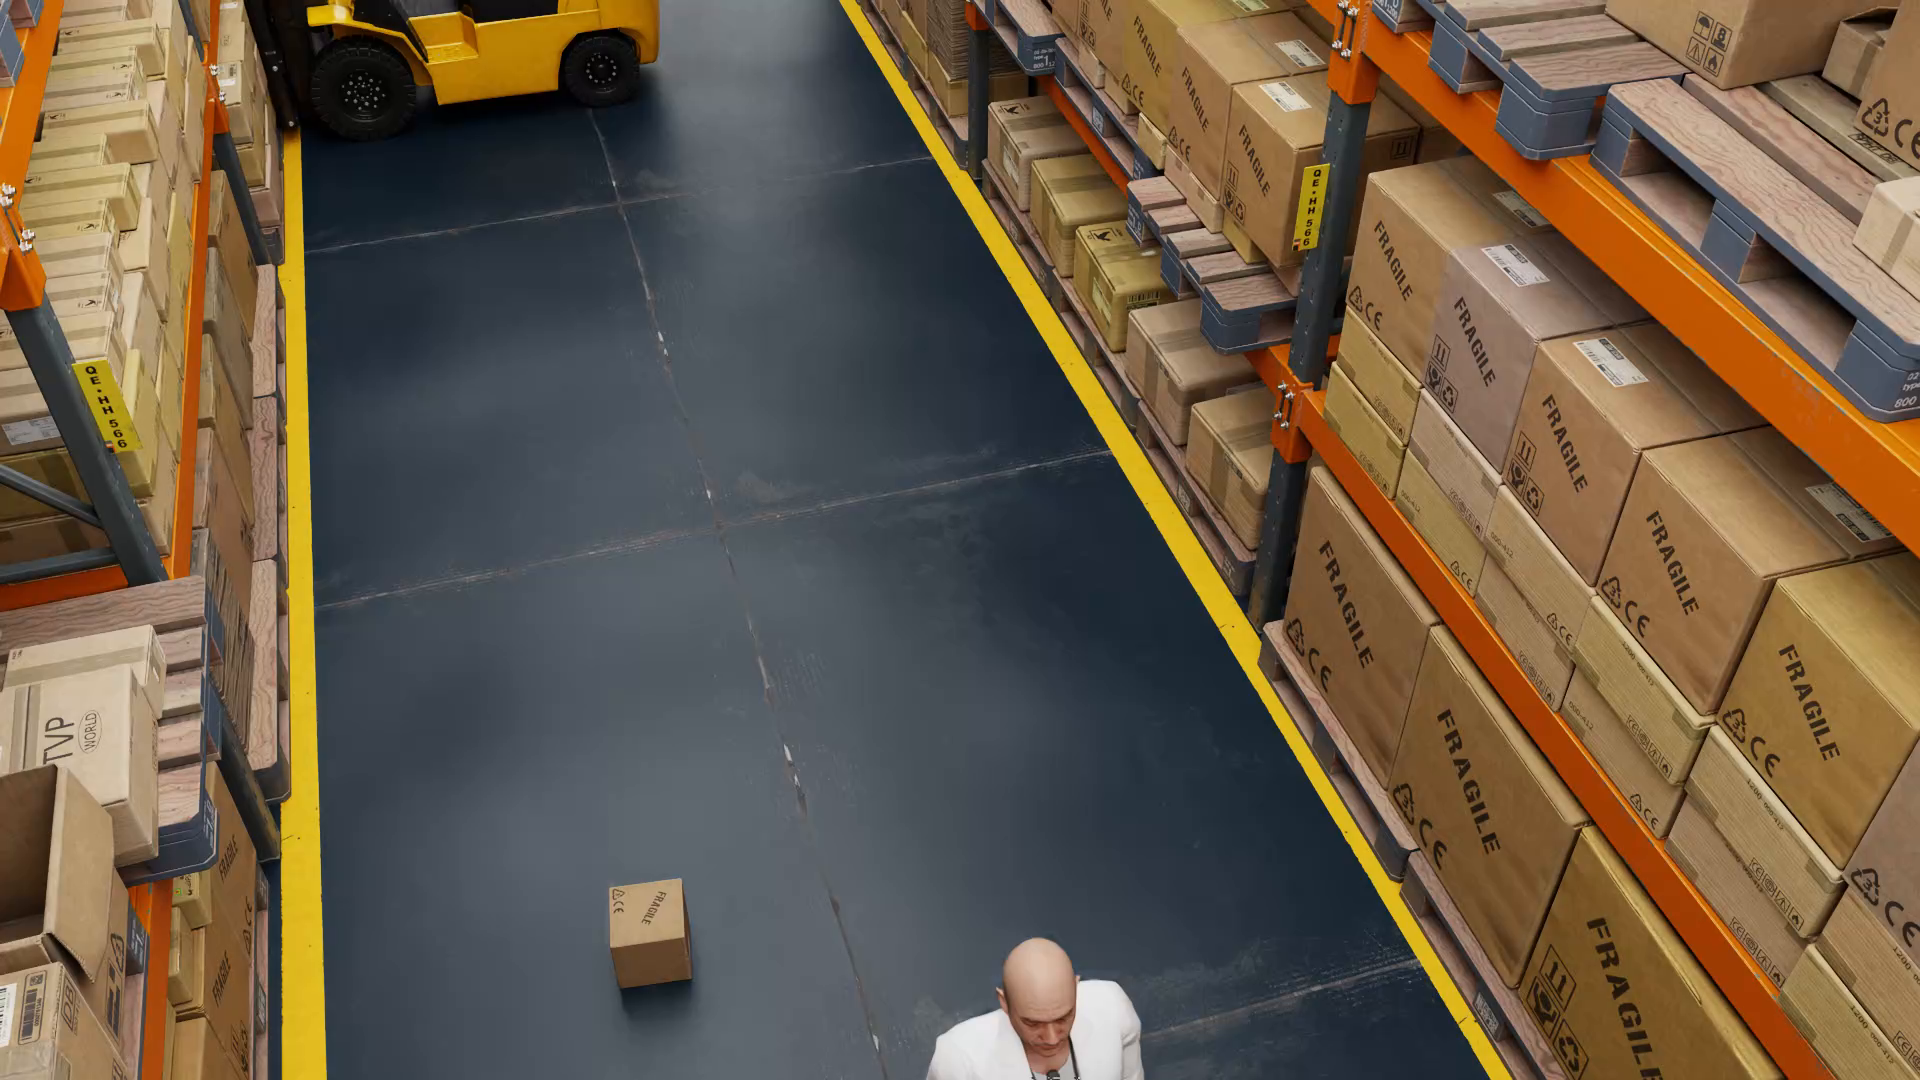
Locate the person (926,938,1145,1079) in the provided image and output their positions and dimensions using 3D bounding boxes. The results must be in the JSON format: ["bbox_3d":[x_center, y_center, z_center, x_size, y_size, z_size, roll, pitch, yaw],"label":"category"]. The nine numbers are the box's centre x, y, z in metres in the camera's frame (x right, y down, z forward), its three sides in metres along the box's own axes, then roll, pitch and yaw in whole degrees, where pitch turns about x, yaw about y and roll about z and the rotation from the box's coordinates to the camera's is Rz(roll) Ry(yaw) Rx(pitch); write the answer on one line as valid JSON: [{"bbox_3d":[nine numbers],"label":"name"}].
[{"bbox_3d":[0.200,1.627,4.379,0.575,1.651,0.893,-16,44,-17],"label":"person"}]
